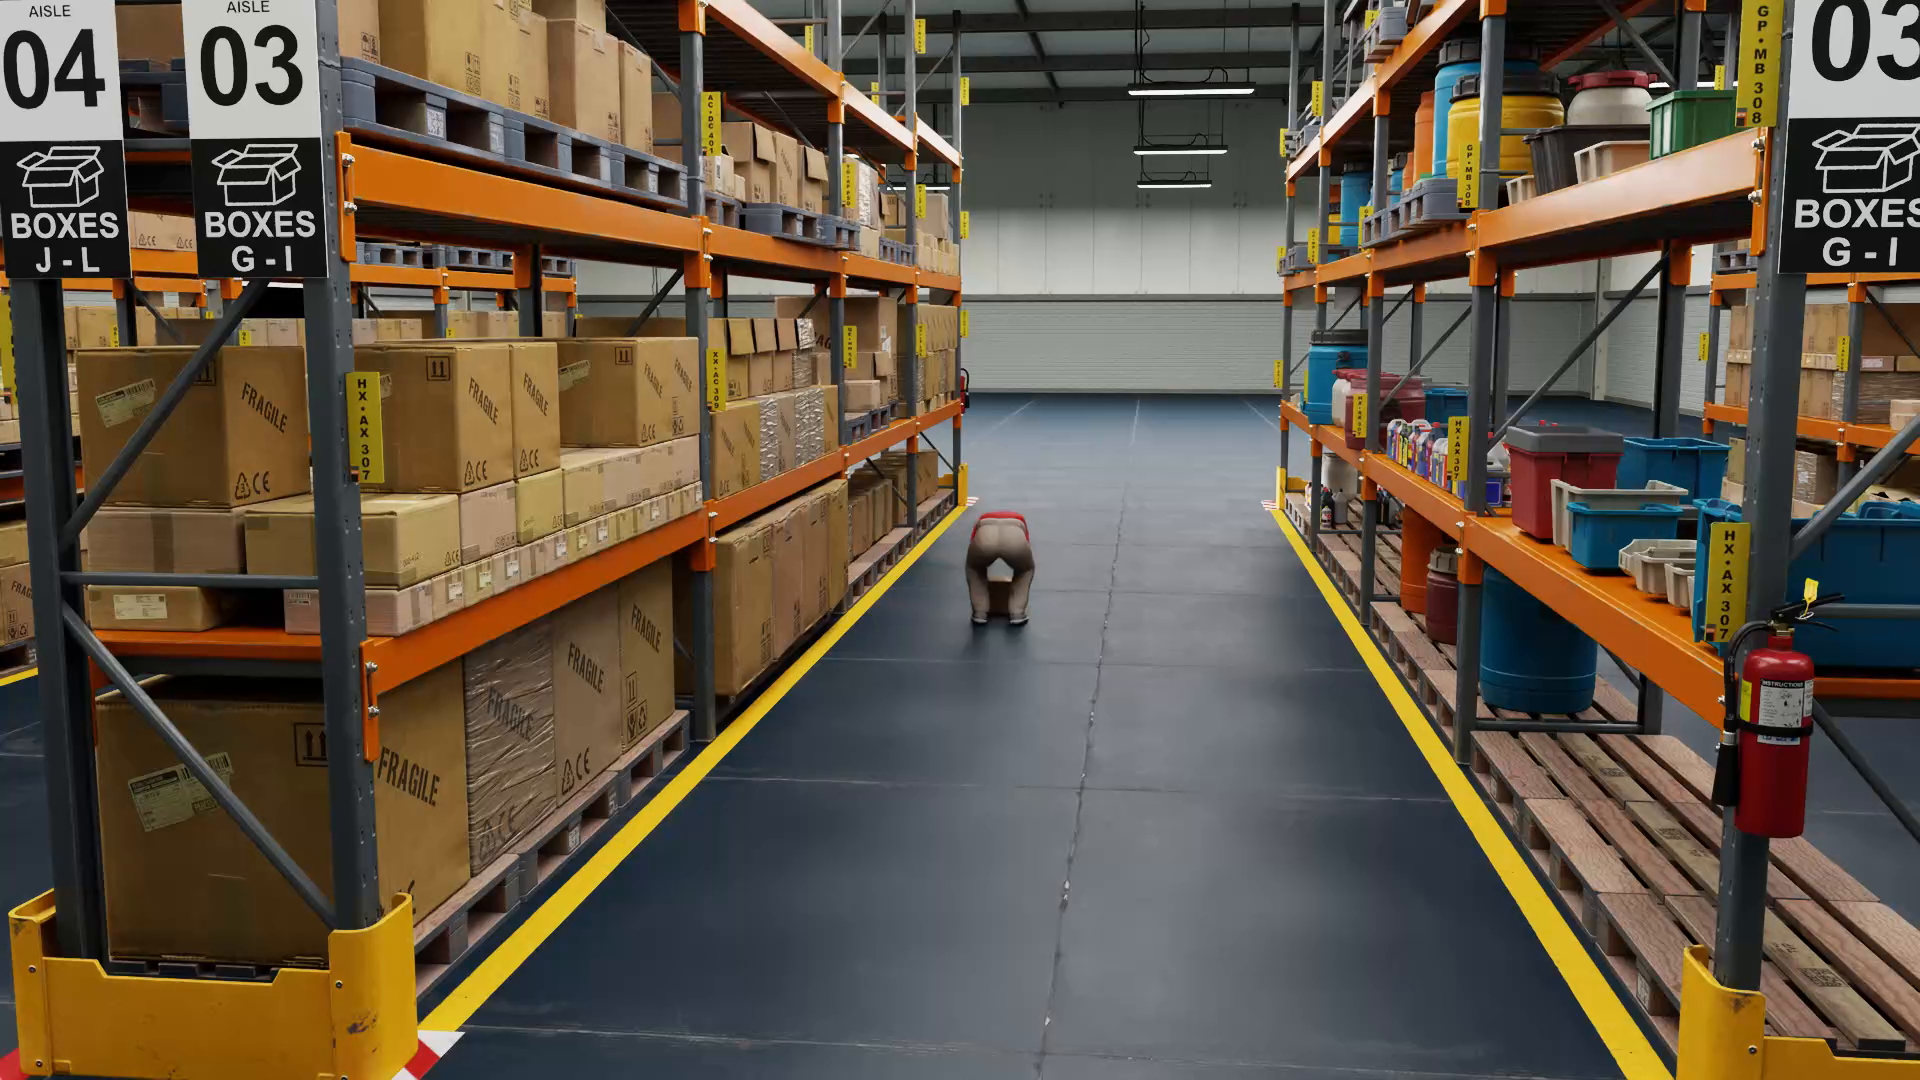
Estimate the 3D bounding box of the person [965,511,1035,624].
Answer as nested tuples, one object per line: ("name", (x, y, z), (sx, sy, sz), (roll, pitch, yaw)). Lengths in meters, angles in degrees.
("person", (0.309, 0.189, 12.811), (0.545, 0.867, 0.957), (1, 8, 4))
